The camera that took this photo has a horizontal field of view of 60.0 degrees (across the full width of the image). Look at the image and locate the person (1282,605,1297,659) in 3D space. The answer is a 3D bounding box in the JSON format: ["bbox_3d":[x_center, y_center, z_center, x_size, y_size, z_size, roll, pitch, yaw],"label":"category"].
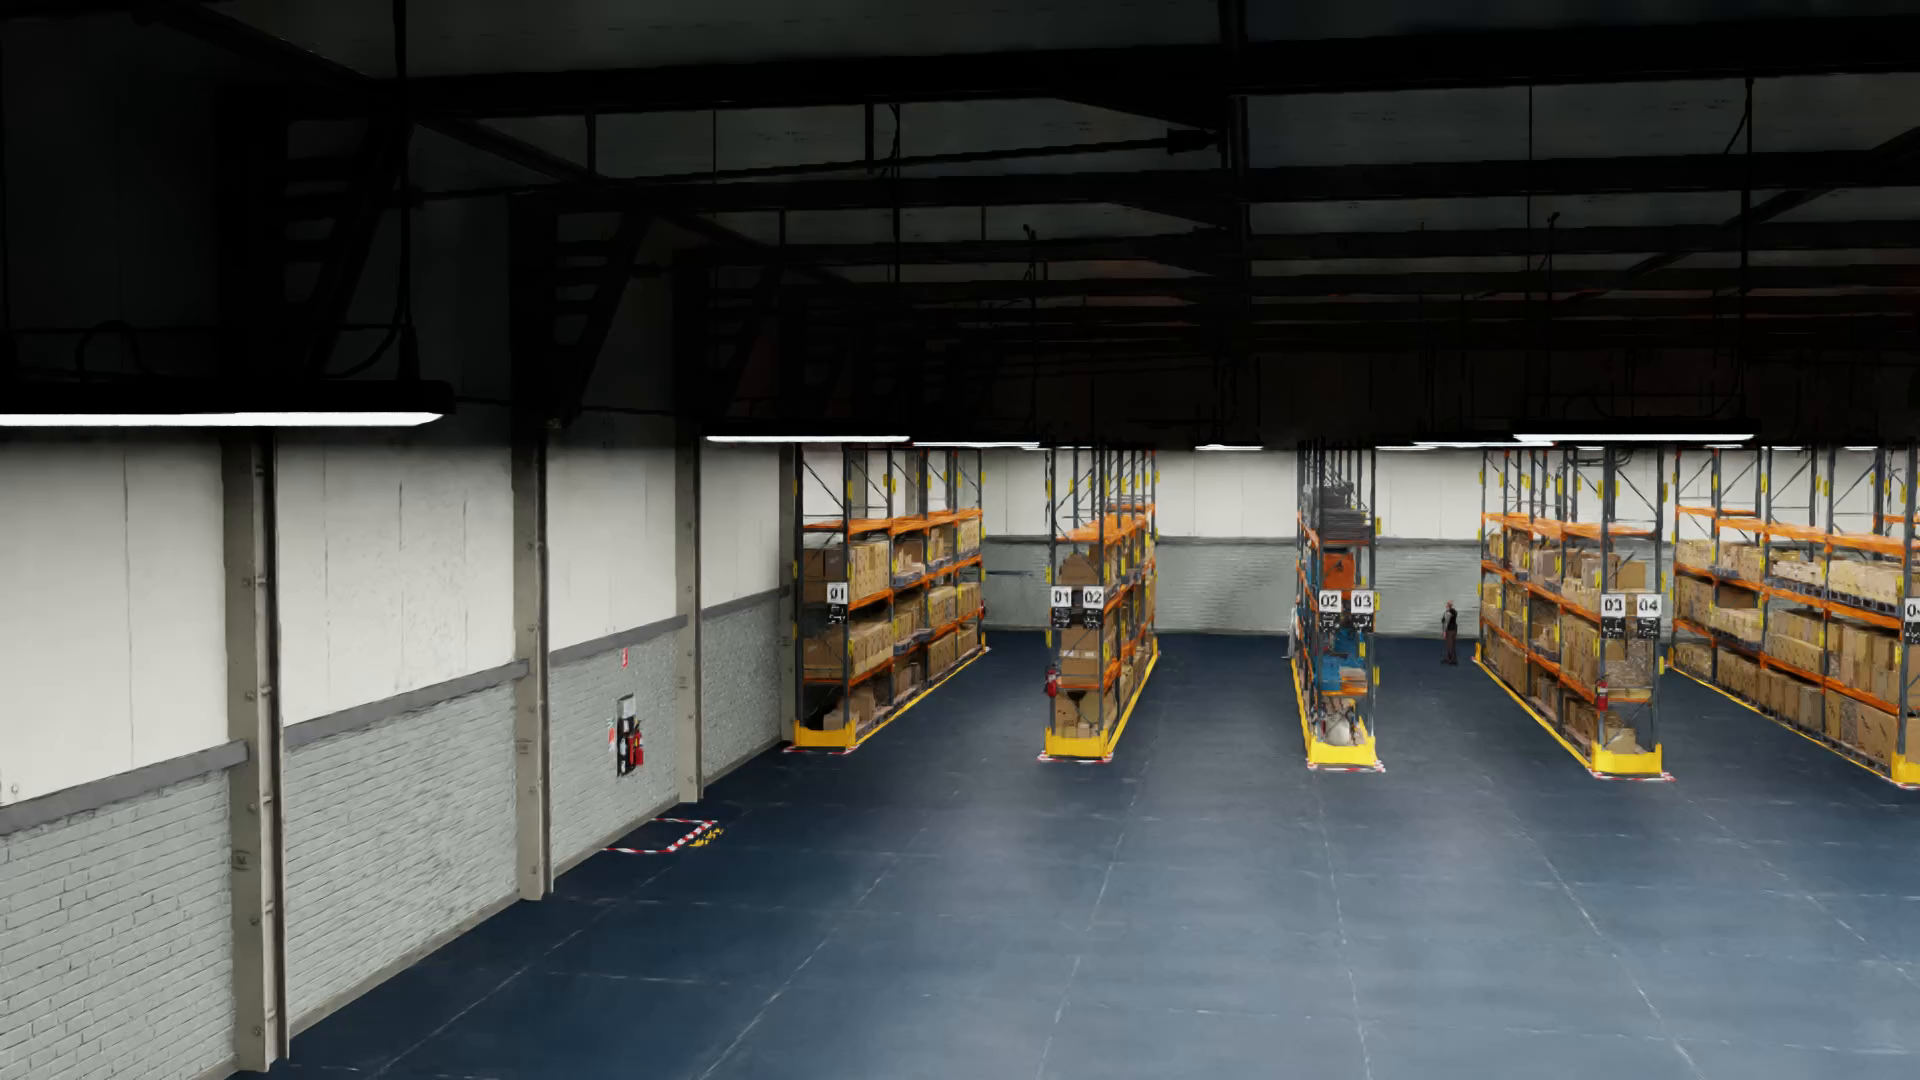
[{"bbox_3d":[9.246,2.514,45.451,0.586,1.532,0.740,-2,3,-29],"label":"person"}]

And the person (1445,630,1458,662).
[{"bbox_3d":[13.248,3.021,44.847,0.425,0.517,0.417,2,4,33],"label":"person"}]
